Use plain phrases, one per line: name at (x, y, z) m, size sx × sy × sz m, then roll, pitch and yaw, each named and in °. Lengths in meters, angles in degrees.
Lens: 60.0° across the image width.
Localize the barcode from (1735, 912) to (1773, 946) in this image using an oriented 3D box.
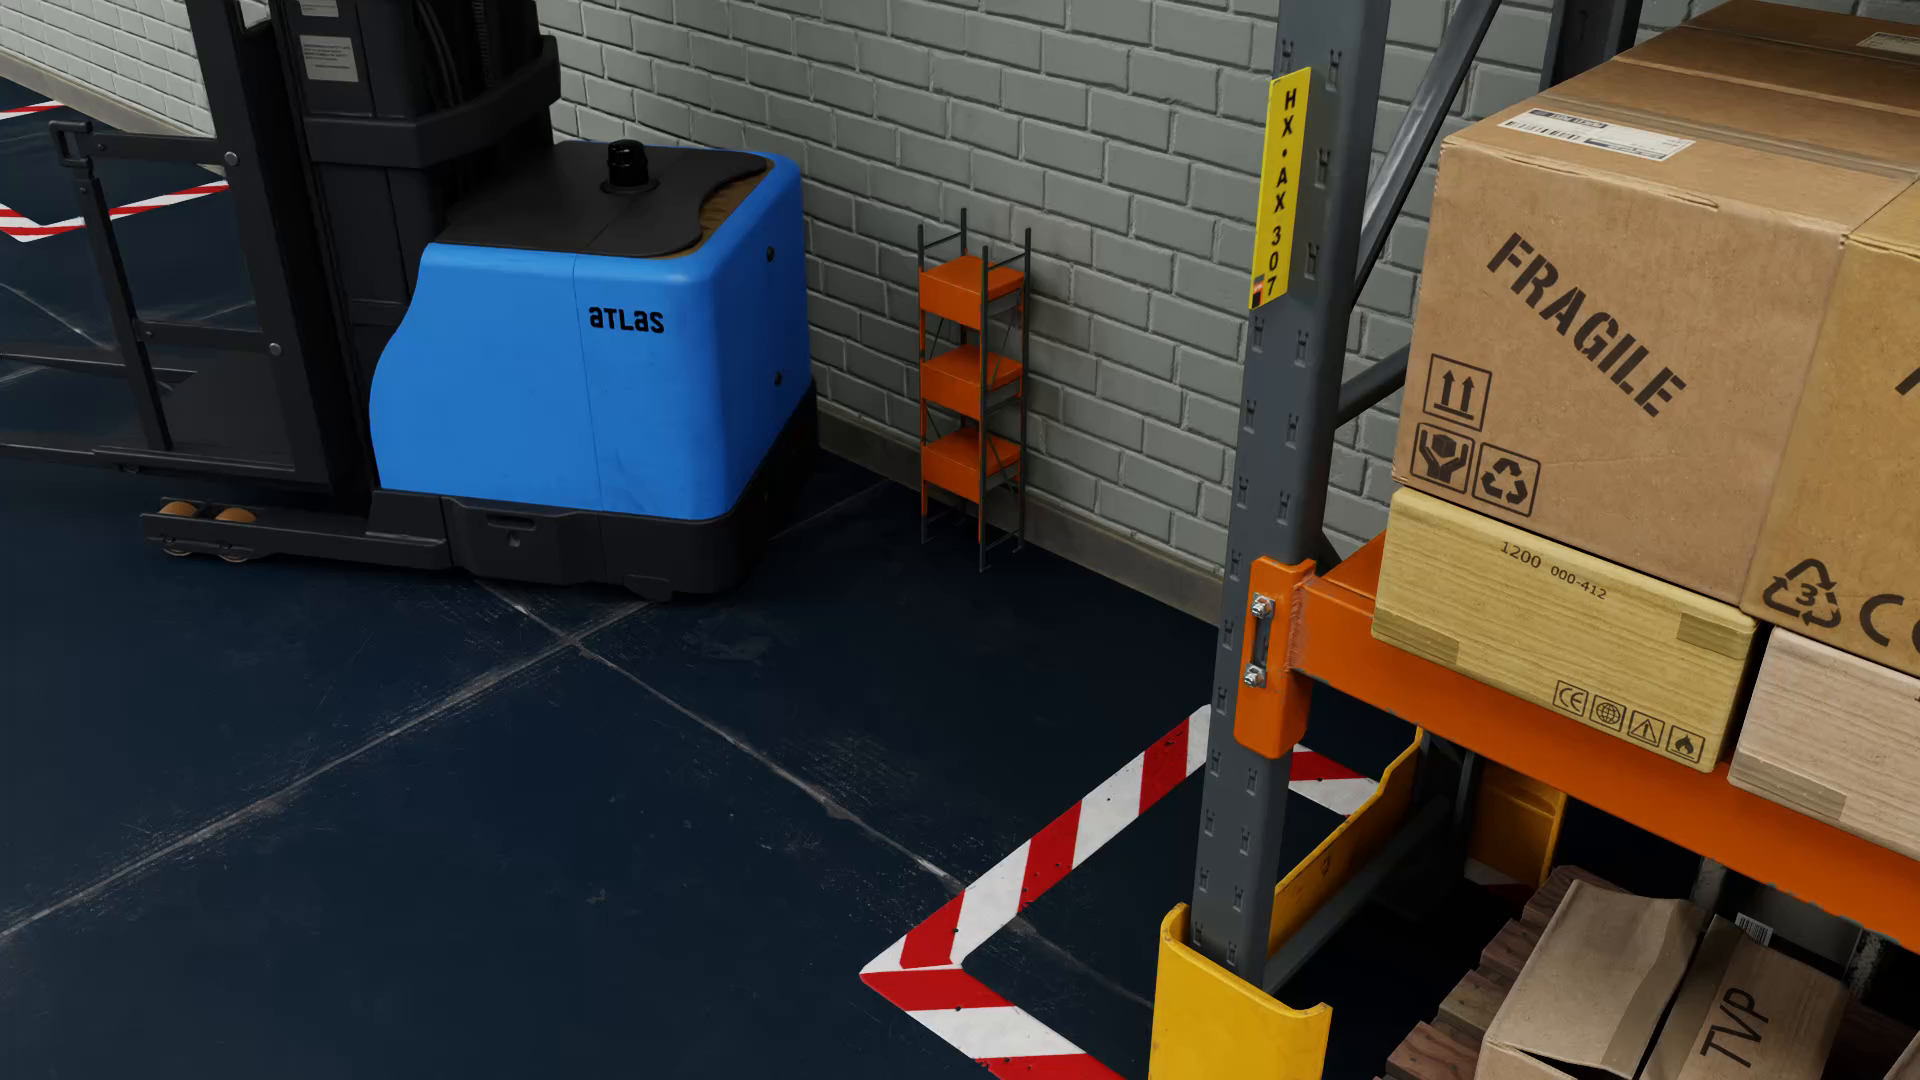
barcode at (1.543, 0.766, 3.241) m, size 0.075 × 0.075 × 0.001 m, roll 25°, pitch 39°, yaw 35°

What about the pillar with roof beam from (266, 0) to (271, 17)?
pillar with roof beam at (-5.430, -3.410, 2.189) m, size 0.400 × 9.000 × 9.100 m, roll 25°, pitch 39°, yaw 35°

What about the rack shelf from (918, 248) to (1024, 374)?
rack shelf at (0.040, -0.665, 4.808) m, size 0.240 × 0.259 × 0.215 m, roll 25°, pitch 39°, yaw 35°

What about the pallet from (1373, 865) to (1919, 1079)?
pallet at (1.443, 1.195, 3.060) m, size 1.213 × 0.211 × 1.003 m, roll 25°, pitch 39°, yaw 35°

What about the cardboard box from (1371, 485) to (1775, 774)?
cardboard box at (0.957, 0.025, 2.426) m, size 0.500 × 0.250 × 0.500 m, roll 24°, pitch 38°, yaw 34°

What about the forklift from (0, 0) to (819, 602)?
forklift at (-2.048, -1.446, 4.809) m, size 3.031 × 2.935 × 1.130 m, roll 6°, pitch 32°, yaw 10°

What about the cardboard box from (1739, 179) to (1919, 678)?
cardboard box at (1.320, -0.131, 1.959) m, size 0.500 × 0.500 × 0.500 m, roll 25°, pitch 39°, yaw 35°

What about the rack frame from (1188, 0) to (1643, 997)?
rack frame at (0.808, -0.321, 2.874) m, size 0.127 × 3.000 × 1.000 m, roll 25°, pitch 39°, yaw 35°

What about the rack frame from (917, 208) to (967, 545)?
rack frame at (-0.051, -0.473, 5.019) m, size 0.008 × 1.050 × 0.200 m, roll 25°, pitch 39°, yaw 35°

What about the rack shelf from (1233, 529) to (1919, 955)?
rack shelf at (2.291, 0.680, 1.910) m, size 4.000 × 0.370 × 1.077 m, roll 25°, pitch 39°, yaw 35°

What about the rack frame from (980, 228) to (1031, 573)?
rack frame at (0.130, -0.389, 4.878) m, size 0.008 × 1.050 × 0.200 m, roll 25°, pitch 39°, yaw 35°

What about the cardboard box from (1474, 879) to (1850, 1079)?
cardboard box at (1.261, 0.917, 2.999) m, size 0.500 × 0.311 × 0.500 m, roll 20°, pitch 37°, yaw 30°

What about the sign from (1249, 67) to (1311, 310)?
sign at (0.444, -0.484, 2.306) m, size 0.005 × 0.325 × 0.100 m, roll 25°, pitch 39°, yaw 35°

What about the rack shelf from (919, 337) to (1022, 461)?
rack shelf at (0.040, -0.422, 4.954) m, size 0.240 × 0.259 × 0.215 m, roll 25°, pitch 39°, yaw 35°

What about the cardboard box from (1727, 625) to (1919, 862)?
cardboard box at (1.352, 0.200, 2.136) m, size 0.500 × 0.250 × 0.500 m, roll 24°, pitch 38°, yaw 34°

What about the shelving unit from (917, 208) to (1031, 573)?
shelving unit at (0.040, -0.431, 4.948) m, size 0.252 × 1.050 × 0.215 m, roll 25°, pitch 39°, yaw 35°

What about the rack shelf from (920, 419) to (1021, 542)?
rack shelf at (0.040, -0.184, 5.097) m, size 0.240 × 0.259 × 0.215 m, roll 25°, pitch 39°, yaw 35°

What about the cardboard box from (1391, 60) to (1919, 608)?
cardboard box at (0.961, -0.306, 2.249) m, size 0.500 × 0.500 × 0.500 m, roll 25°, pitch 39°, yaw 35°

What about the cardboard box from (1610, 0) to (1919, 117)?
cardboard box at (1.301, -0.504, 2.578) m, size 0.500 × 0.500 × 0.500 m, roll 25°, pitch 39°, yaw 35°

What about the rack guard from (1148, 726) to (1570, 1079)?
rack guard at (0.865, 0.777, 3.475) m, size 0.348 × 0.500 × 1.175 m, roll 25°, pitch 39°, yaw 35°
